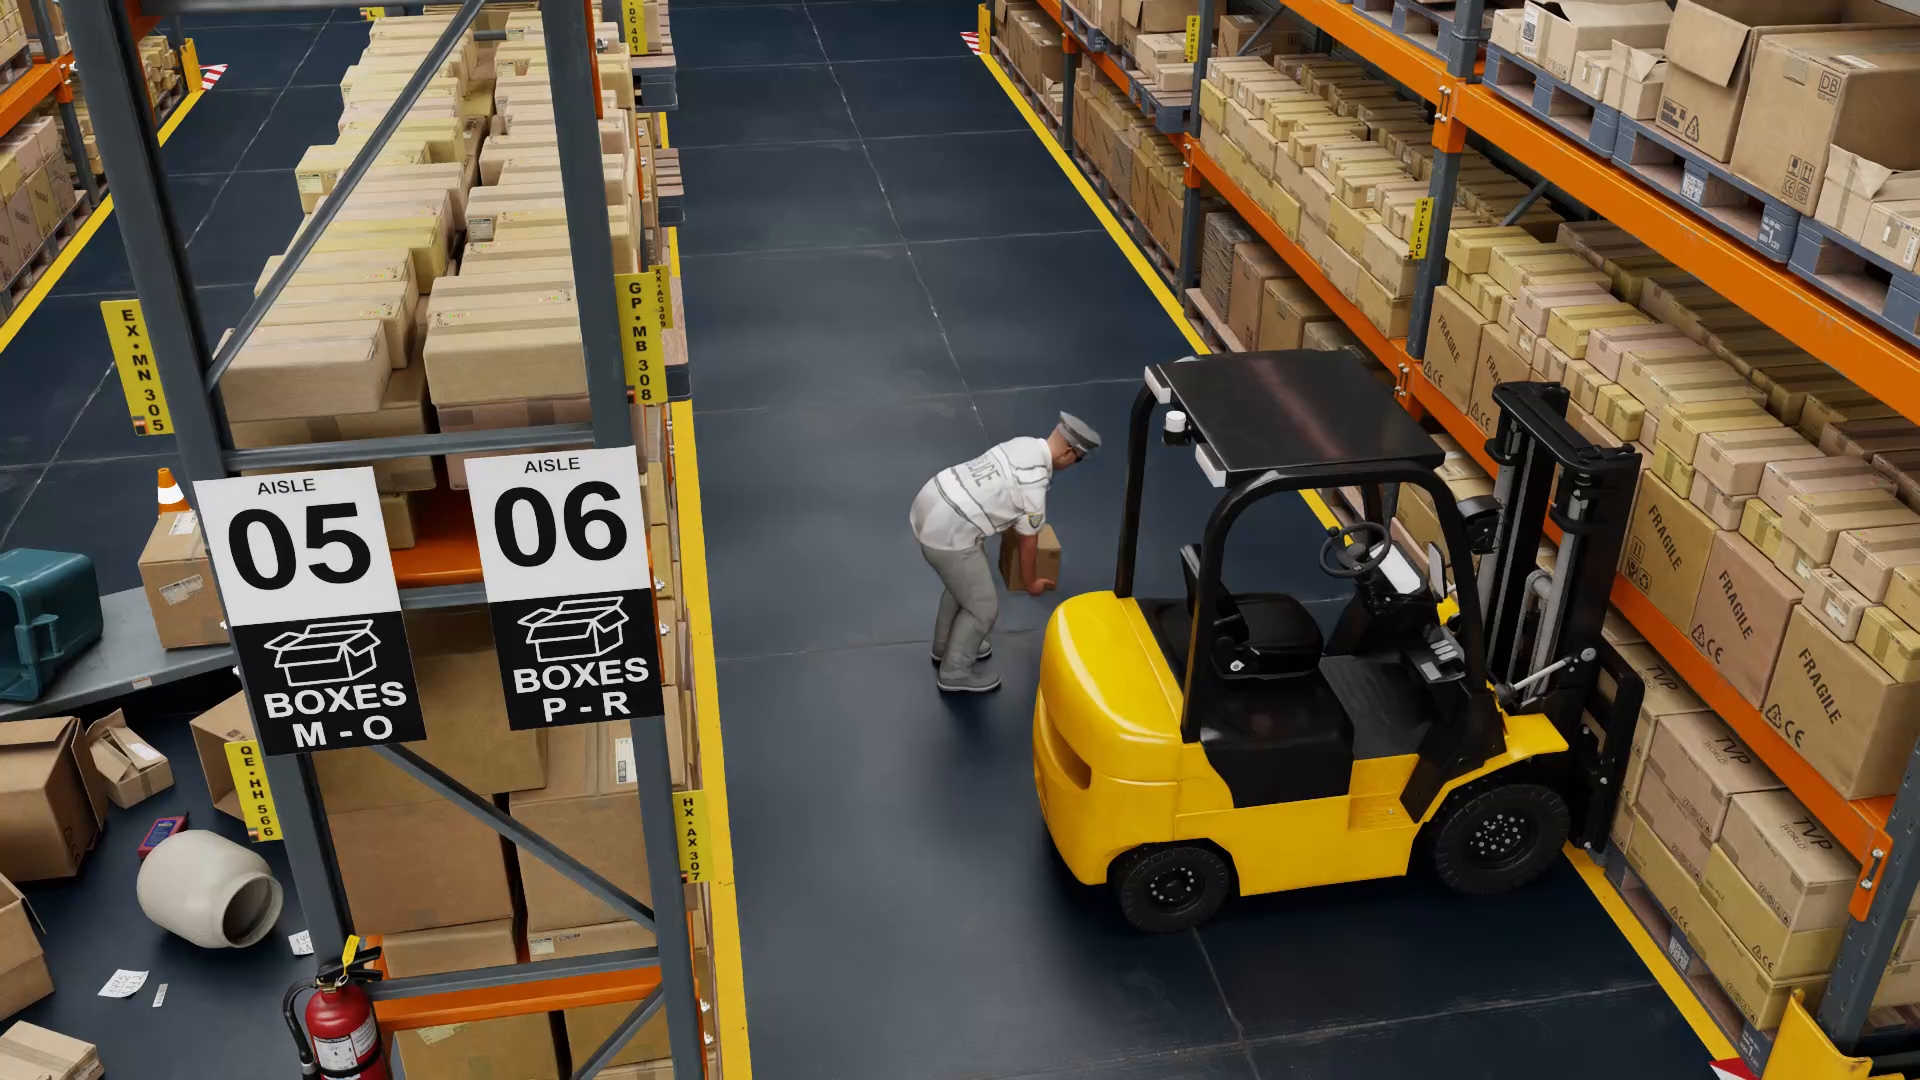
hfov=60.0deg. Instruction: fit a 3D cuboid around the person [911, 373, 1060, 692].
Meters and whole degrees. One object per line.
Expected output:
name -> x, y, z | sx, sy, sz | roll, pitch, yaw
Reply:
person -> 0.123, -0.034, 8.311 | 0.718, 1.636, 0.485 | -6, 31, -10
